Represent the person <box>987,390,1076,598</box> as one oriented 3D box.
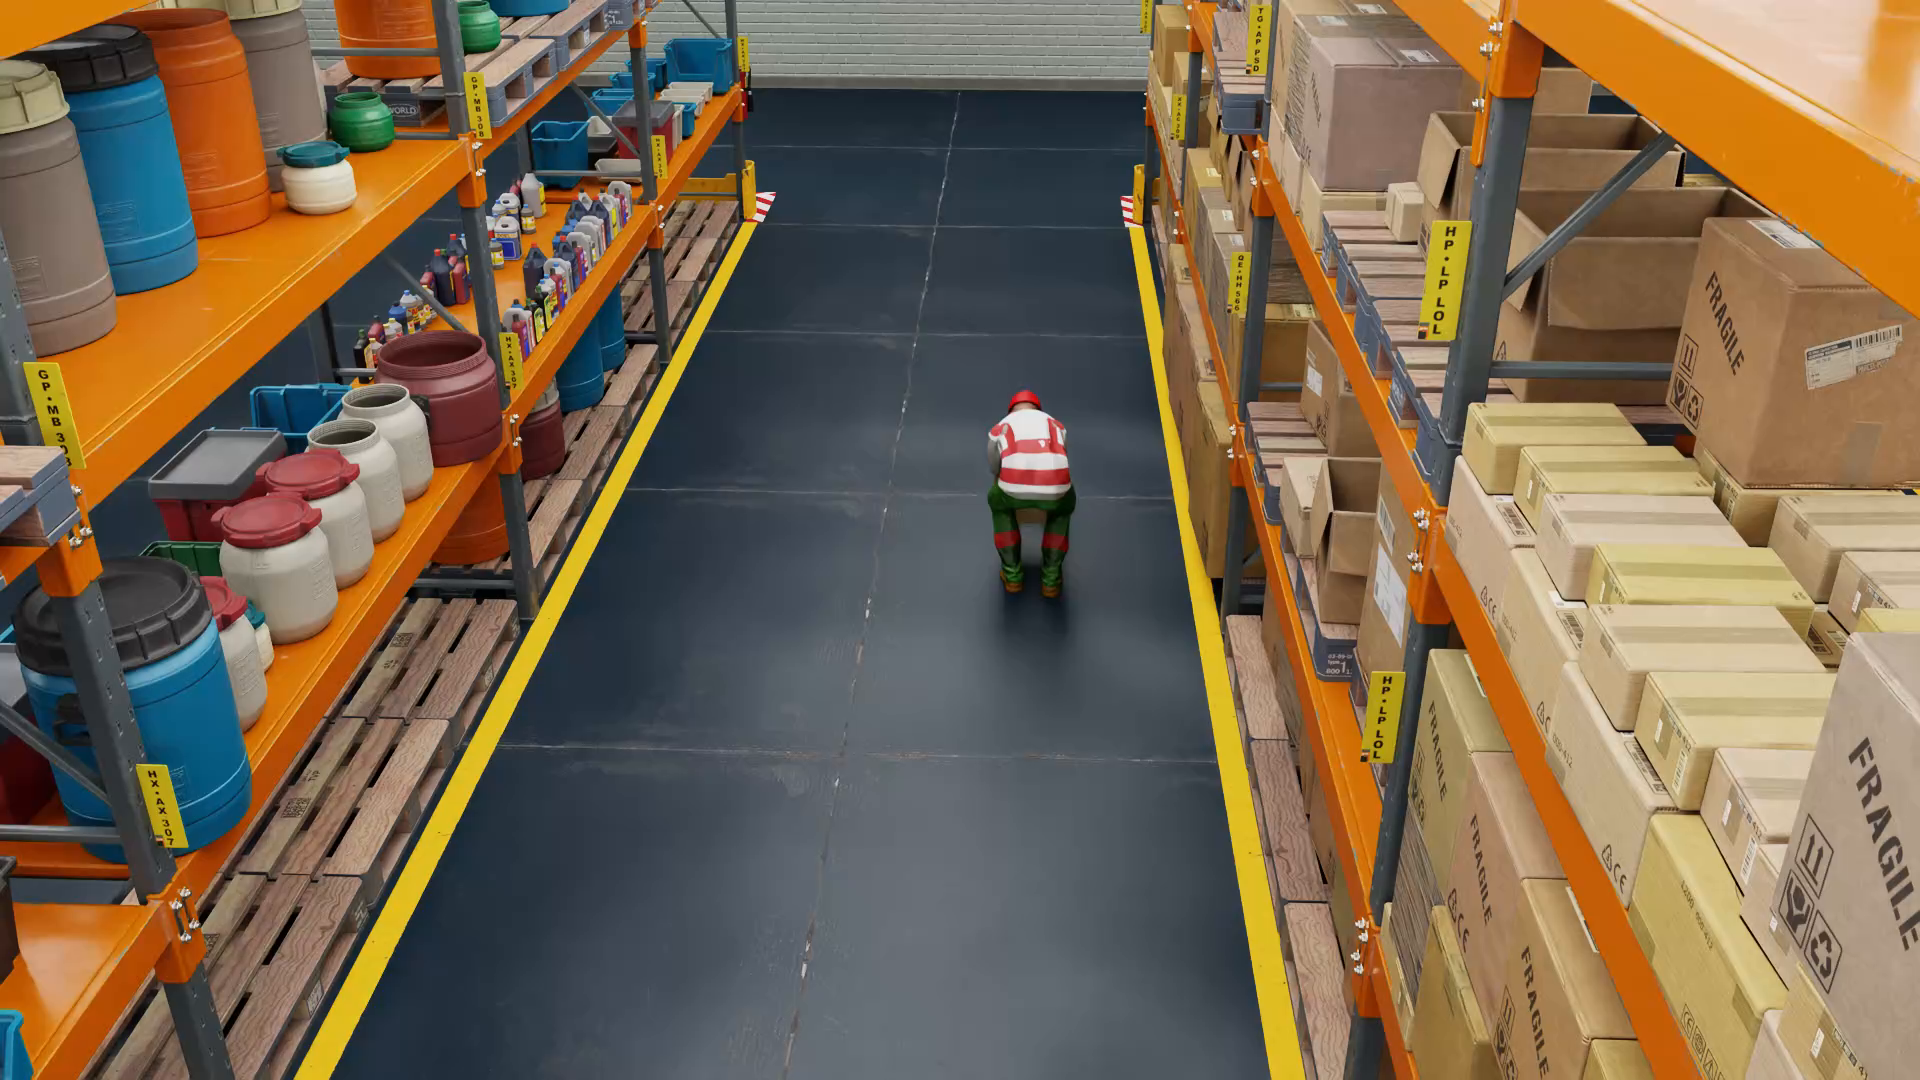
[{"bbox_3d":[0.420,-0.261,9.895,0.522,1.039,0.958,0,28,-1],"label":"person"}]
